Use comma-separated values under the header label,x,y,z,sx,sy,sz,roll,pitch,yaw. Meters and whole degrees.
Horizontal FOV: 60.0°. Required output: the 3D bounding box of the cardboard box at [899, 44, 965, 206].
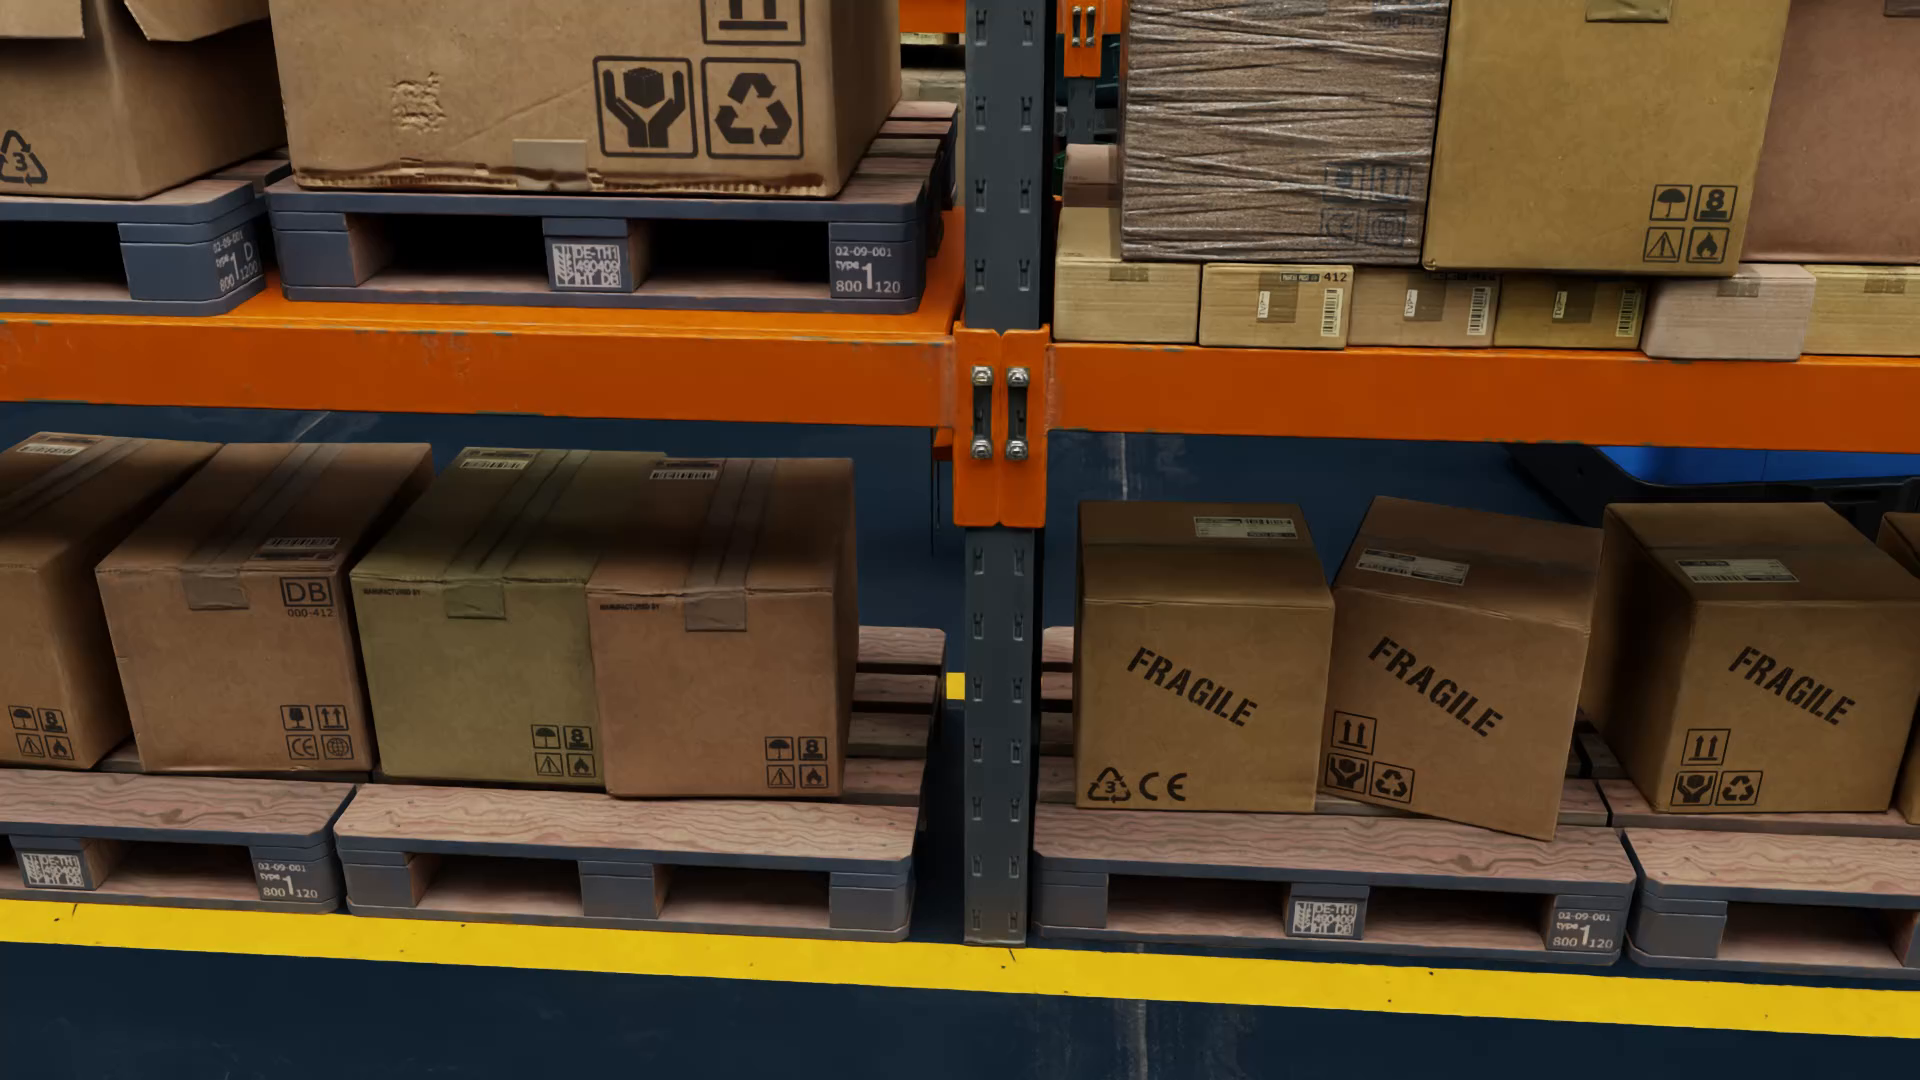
label,x,y,z,sx,sy,sz,roll,pitch,yaw
cardboard box,-0.036,-1.947,8.081,0.750,0.750,1.050,2,25,4

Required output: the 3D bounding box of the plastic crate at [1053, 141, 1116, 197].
label,x,y,z,sx,sy,sz,roll,pitch,yaw
plastic crate,0.863,-2.085,9.487,0.662,0.188,0.450,16,39,31

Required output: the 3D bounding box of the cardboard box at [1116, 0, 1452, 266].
label,x,y,z,sx,sy,sz,roll,pitch,yaw
cardboard box,0.553,-0.872,3.081,0.500,0.500,0.875,2,25,4

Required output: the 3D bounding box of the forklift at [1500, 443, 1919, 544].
label,x,y,z,sx,sy,sz,roll,pitch,yaw
forklift,3.435,-1.481,4.962,3.031,2.935,1.130,-2,25,-5

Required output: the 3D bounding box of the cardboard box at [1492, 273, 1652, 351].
label,x,y,z,sx,sy,sz,roll,pitch,yaw
cardboard box,1.050,-0.471,2.986,0.250,0.149,0.380,2,25,4

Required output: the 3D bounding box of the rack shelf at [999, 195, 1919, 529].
label,x,y,z,sx,sy,sz,roll,pitch,yaw
rack shelf,2.103,-0.341,3.263,4.000,0.370,1.077,2,25,4

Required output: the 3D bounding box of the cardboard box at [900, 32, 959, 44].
label,x,y,z,sx,sy,sz,roll,pitch,yaw
cardboard box,-0.372,-3.896,12.770,0.625,0.372,0.950,3,25,7

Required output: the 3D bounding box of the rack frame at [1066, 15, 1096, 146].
label,x,y,z,sx,sy,sz,roll,pitch,yaw
rack frame,0.590,-2.796,7.737,0.127,3.000,1.000,2,25,4

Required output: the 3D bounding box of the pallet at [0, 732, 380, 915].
label,x,y,z,sx,sy,sz,roll,pitch,yaw
pallet,-1.887,0.473,3.970,1.213,0.211,1.003,2,25,4

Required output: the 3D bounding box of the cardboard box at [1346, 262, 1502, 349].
label,x,y,z,sx,sy,sz,roll,pitch,yaw
cardboard box,0.800,-0.475,2.995,0.250,0.149,0.380,2,25,4

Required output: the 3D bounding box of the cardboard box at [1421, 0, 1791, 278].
label,x,y,z,sx,sy,sz,roll,pitch,yaw
cardboard box,1.049,-0.841,3.014,0.500,0.500,0.875,2,25,4

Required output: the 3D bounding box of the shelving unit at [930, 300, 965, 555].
label,x,y,z,sx,sy,sz,roll,pitch,yaw
shelving unit,0.014,-0.545,4.998,0.189,1.200,0.258,2,25,4

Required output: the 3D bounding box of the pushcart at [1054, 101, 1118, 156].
label,x,y,z,sx,sy,sz,roll,pitch,yaw
pushcart,0.743,-2.719,10.707,0.936,0.377,1.648,-7,26,-14

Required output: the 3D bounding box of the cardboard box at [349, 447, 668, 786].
label,x,y,z,sx,sy,sz,roll,pitch,yaw
cardboard box,-0.975,0.152,3.794,0.500,0.500,0.700,2,25,4

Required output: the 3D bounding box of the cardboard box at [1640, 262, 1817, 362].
label,x,y,z,sx,sy,sz,roll,pitch,yaw
cardboard box,1.296,-0.446,2.932,0.250,0.149,0.380,2,25,4

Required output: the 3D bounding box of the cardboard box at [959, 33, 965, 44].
label,x,y,z,sx,sy,sz,roll,pitch,yaw
cardboard box,0.345,-3.875,12.723,0.625,0.372,0.950,2,25,5

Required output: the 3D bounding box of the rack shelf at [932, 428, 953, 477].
label,x,y,z,sx,sy,sz,roll,pitch,yaw
rack shelf,0.014,-0.286,5.117,0.180,0.103,0.258,2,25,4

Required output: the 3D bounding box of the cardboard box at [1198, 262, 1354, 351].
label,x,y,z,sx,sy,sz,roll,pitch,yaw
cardboard box,0.549,-0.472,2.987,0.250,0.149,0.380,2,25,4

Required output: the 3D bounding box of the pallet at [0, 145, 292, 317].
label,x,y,z,sx,sy,sz,roll,pitch,yaw
pallet,-1.902,-0.726,3.469,1.213,0.211,1.003,2,25,4

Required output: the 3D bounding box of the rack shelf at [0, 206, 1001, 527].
label,x,y,z,sx,sy,sz,roll,pitch,yaw
rack shelf,-1.885,-0.469,3.541,4.000,0.370,1.077,2,25,4

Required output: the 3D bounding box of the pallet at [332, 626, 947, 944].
label,x,y,z,sx,sy,sz,roll,pitch,yaw
pallet,-0.667,0.511,3.887,1.213,0.211,1.003,2,25,4

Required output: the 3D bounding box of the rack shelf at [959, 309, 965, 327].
label,x,y,z,sx,sy,sz,roll,pitch,yaw
rack shelf,0.014,-0.613,4.967,0.180,0.103,0.258,2,25,4

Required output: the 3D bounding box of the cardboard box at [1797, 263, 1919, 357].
label,x,y,z,sx,sy,sz,roll,pitch,yaw
cardboard box,1.549,-0.455,2.952,0.250,0.149,0.380,2,25,4

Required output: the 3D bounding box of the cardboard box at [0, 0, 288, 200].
label,x,y,z,sx,sy,sz,roll,pitch,yaw
cardboard box,-1.626,-0.986,3.179,0.637,0.503,0.797,4,25,9

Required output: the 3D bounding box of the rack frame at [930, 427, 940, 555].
label,x,y,z,sx,sy,sz,roll,pitch,yaw
rack frame,-0.077,-0.548,5.005,0.006,1.200,0.240,2,25,4

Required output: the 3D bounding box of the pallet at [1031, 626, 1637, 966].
label,x,y,z,sx,sy,sz,roll,pitch,yaw
pallet,0.782,0.542,3.820,1.213,0.211,1.003,2,25,4

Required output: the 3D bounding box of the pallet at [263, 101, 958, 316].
label,x,y,z,sx,sy,sz,roll,pitch,yaw
pallet,-0.642,-0.729,3.476,1.213,0.211,1.003,2,25,4

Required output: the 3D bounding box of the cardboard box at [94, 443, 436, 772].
label,x,y,z,sx,sy,sz,roll,pitch,yaw
cardboard box,-1.533,0.135,3.833,0.500,0.500,0.700,0,25,-1

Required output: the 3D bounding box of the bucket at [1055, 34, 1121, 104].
label,x,y,z,sx,sy,sz,roll,pitch,yaw
bucket,0.902,-2.956,10.182,0.620,0.611,0.726,1,23,26

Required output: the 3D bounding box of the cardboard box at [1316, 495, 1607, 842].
label,x,y,z,sx,sy,sz,roll,pitch,yaw
cardboard box,1.077,0.258,3.589,0.500,0.500,0.500,10,27,21

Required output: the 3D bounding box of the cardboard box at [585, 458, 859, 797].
label,x,y,z,sx,sy,sz,roll,pitch,yaw
cardboard box,-0.501,0.176,3.744,0.500,0.500,0.700,0,25,0

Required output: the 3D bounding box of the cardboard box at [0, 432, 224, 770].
label,x,y,z,sx,sy,sz,roll,pitch,yaw
cardboard box,-2.090,0.117,3.871,0.500,0.500,0.700,4,25,8

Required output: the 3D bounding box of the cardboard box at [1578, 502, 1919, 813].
label,x,y,z,sx,sy,sz,roll,pitch,yaw
cardboard box,1.702,0.245,3.617,0.500,0.500,0.500,0,25,-1

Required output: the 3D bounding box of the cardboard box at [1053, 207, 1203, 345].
label,x,y,z,sx,sy,sz,roll,pitch,yaw
cardboard box,0.301,-0.485,3.016,0.250,0.149,0.380,2,25,4

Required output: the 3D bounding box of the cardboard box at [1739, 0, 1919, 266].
label,x,y,z,sx,sy,sz,roll,pitch,yaw
cardboard box,1.555,-0.867,3.071,0.500,0.500,0.875,2,25,4

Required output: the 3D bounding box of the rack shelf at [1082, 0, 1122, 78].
label,x,y,z,sx,sy,sz,roll,pitch,yaw
rack shelf,2.584,-2.405,7.748,4.000,0.370,1.077,2,25,4

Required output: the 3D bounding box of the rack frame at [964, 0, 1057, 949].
label,x,y,z,sx,sy,sz,roll,pitch,yaw
rack frame,0.109,-0.732,3.251,0.127,3.000,1.000,2,25,4

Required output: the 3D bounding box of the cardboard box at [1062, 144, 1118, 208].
label,x,y,z,sx,sy,sz,roll,pitch,yaw
cardboard box,0.346,-0.733,3.555,0.250,0.149,0.380,2,25,4

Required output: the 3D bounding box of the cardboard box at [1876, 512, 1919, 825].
label,x,y,z,sx,sy,sz,roll,pitch,yaw
cardboard box,2.255,0.282,3.538,0.500,0.500,0.500,4,25,9

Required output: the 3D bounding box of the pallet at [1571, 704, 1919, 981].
label,x,y,z,sx,sy,sz,roll,pitch,yaw
pallet,2.001,0.580,3.737,1.213,0.211,1.003,2,25,4

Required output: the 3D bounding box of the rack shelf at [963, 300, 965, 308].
label,x,y,z,sx,sy,sz,roll,pitch,yaw
rack shelf,0.014,-0.722,4.916,0.180,0.103,0.258,2,25,4

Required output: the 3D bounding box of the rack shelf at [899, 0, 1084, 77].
label,x,y,z,sx,sy,sz,roll,pitch,yaw
rack shelf,-1.404,-2.533,8.026,4.000,0.370,1.077,2,25,4

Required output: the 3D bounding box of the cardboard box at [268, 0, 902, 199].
label,x,y,z,sx,sy,sz,roll,pitch,yaw
cardboard box,-0.672,-1.279,3.220,1.000,1.000,1.000,2,25,4

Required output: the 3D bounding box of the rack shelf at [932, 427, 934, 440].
label,x,y,z,sx,sy,sz,roll,pitch,yaw
rack shelf,0.014,-0.395,5.067,0.180,0.103,0.258,2,25,4

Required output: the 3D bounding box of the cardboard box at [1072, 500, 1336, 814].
label,x,y,z,sx,sy,sz,roll,pitch,yaw
cardboard box,0.505,0.243,3.622,0.500,0.500,0.500,1,25,2
